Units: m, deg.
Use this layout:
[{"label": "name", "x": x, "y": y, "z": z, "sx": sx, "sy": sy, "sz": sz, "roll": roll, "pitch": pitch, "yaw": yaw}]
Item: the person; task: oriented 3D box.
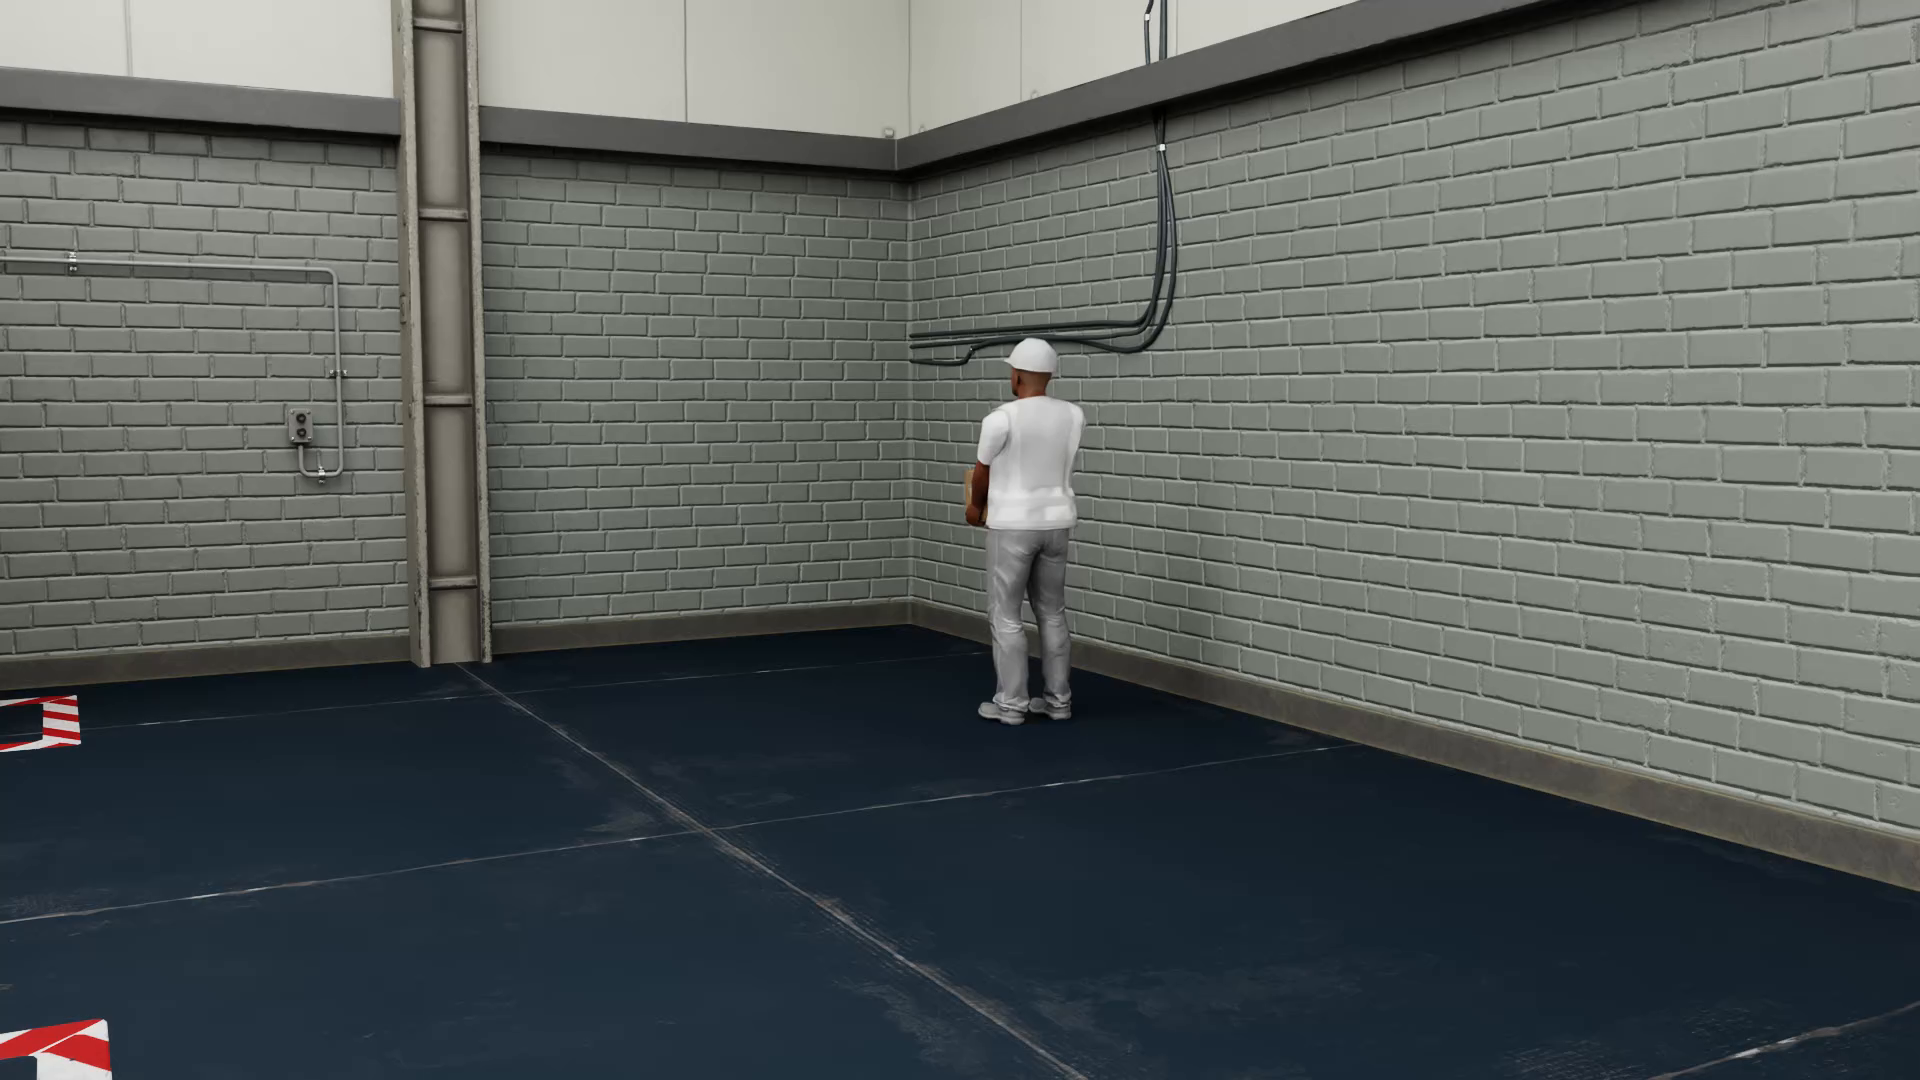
[{"label": "person", "x": 0.268, "y": -0.050, "z": 7.726, "sx": 0.503, "sy": 1.760, "sz": 0.577, "roll": -3, "pitch": 6, "yaw": -28}]
